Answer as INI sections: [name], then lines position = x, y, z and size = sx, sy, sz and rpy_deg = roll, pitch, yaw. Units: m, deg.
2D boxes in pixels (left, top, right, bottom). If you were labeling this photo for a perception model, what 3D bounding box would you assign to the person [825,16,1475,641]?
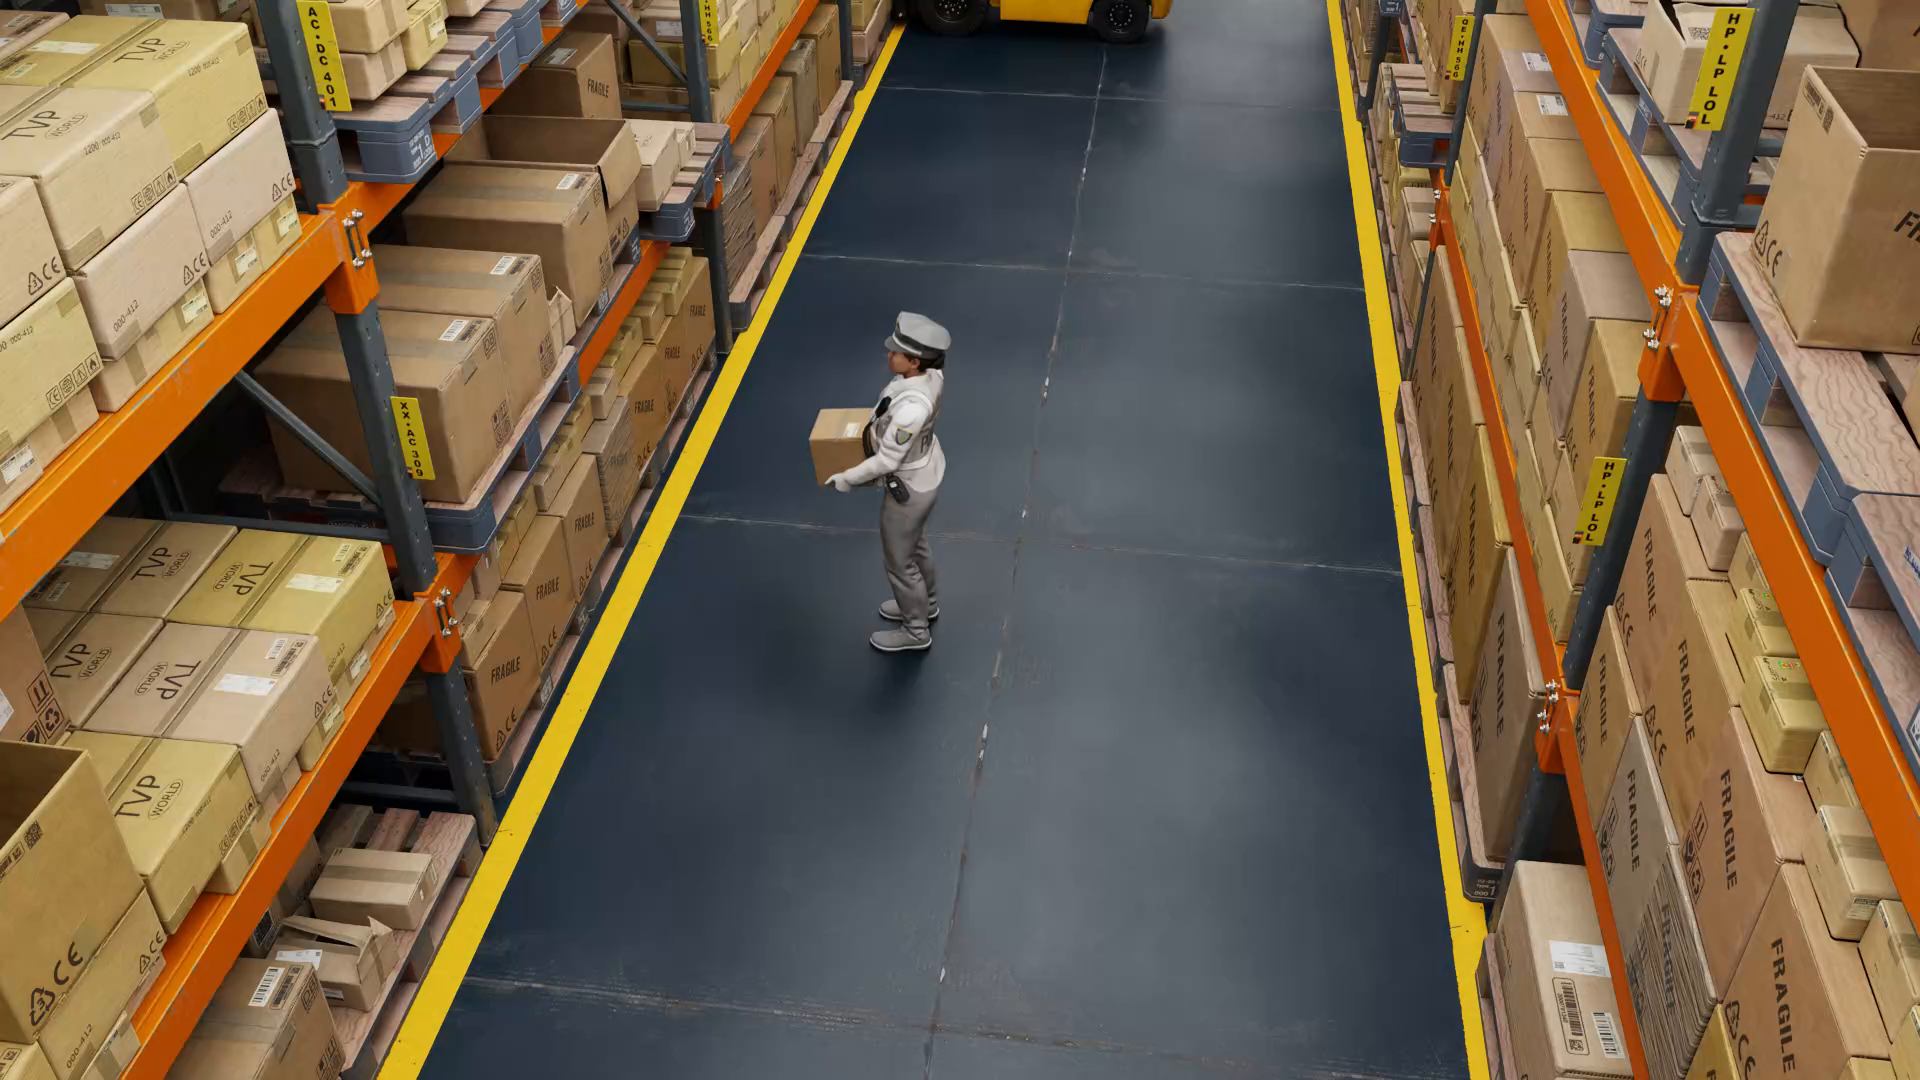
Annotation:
[person]
position = 3.210, -1.743, 8.948
size = 6.880, 2.202, 5.657
rpy_deg = 5, 37, 7
